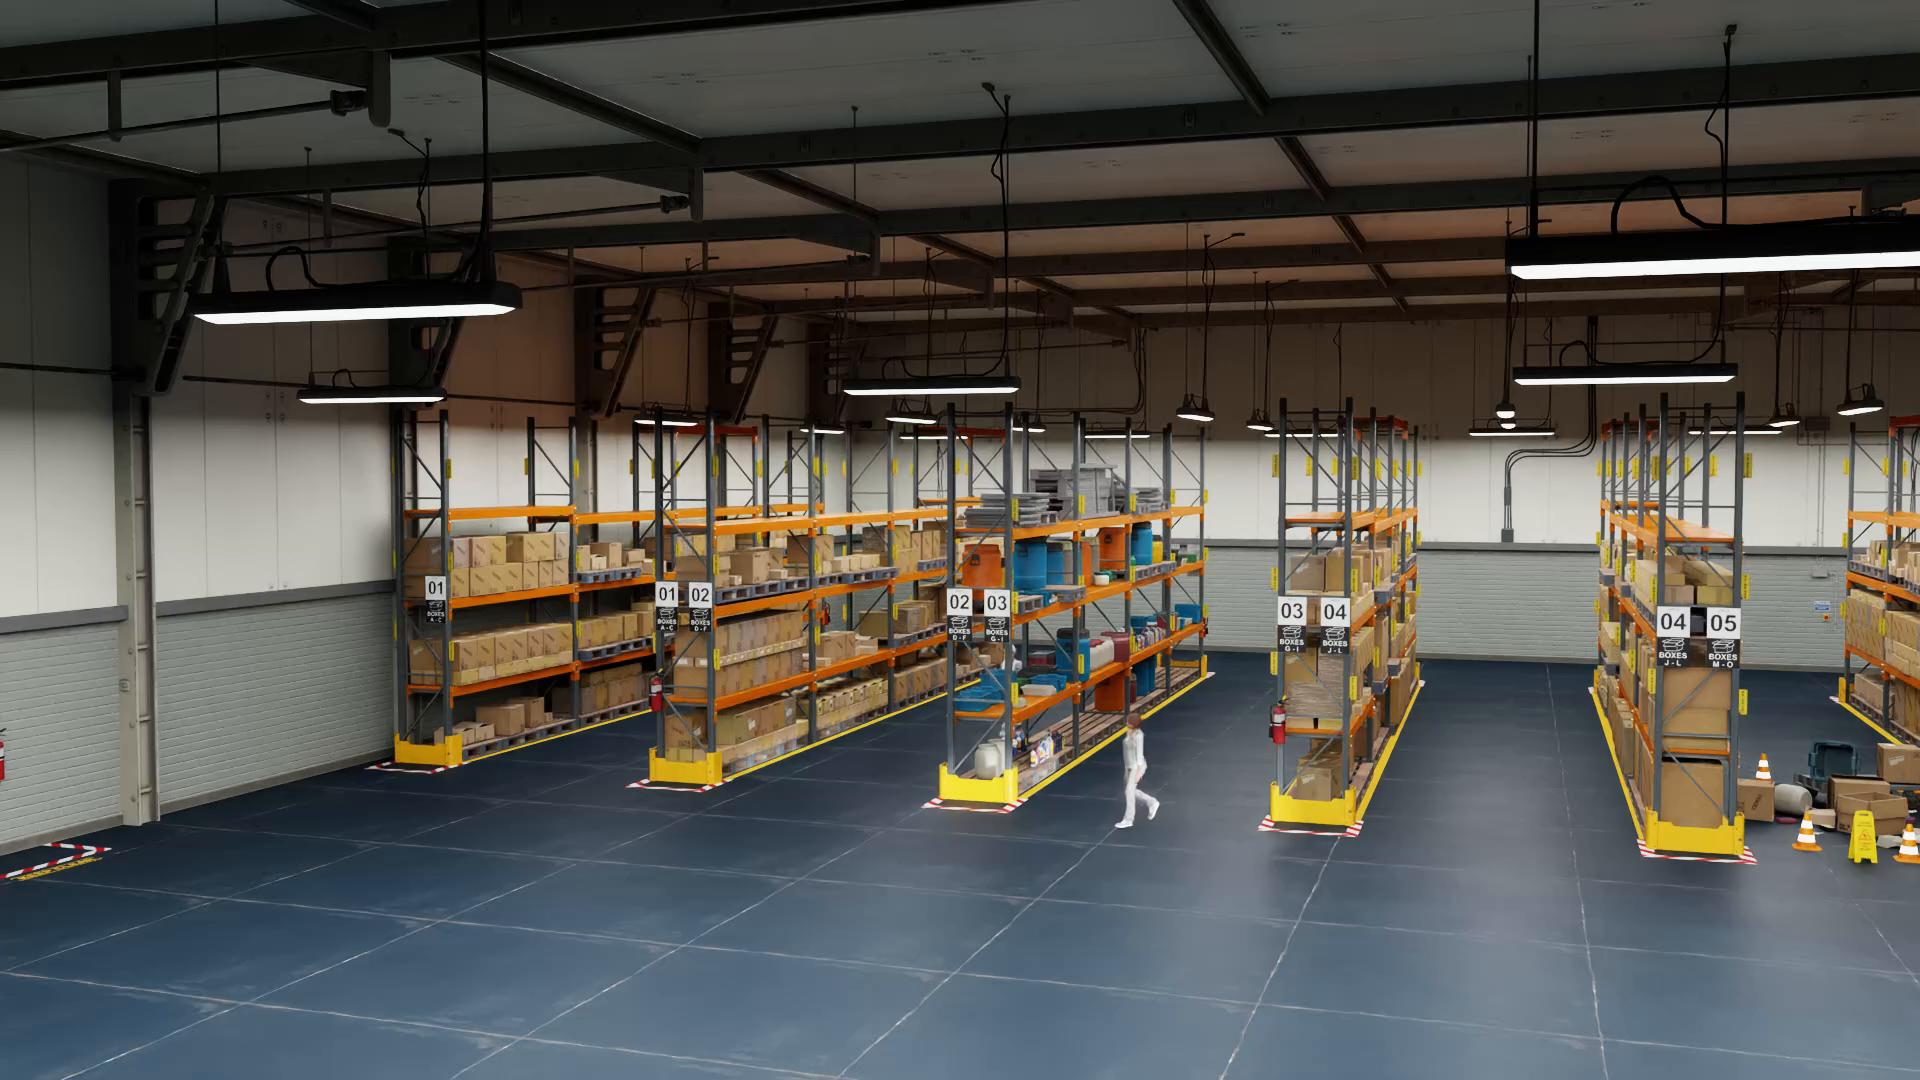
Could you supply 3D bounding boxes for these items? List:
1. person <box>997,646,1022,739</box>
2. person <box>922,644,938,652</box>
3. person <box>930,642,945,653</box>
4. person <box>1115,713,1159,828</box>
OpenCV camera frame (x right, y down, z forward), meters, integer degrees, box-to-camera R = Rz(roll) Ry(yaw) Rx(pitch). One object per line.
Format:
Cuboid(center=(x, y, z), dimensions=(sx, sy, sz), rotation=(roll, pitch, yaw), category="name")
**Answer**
Cuboid(center=(0.866, 2.793, 30.384), dimensions=(0.919, 1.746, 0.576), rotation=(-2, 3, -37), category="person")
Cuboid(center=(-0.759, 2.371, 42.498), dimensions=(0.662, 1.677, 0.426), rotation=(1, 3, 30), category="person")
Cuboid(center=(-0.594, 2.195, 45.009), dimensions=(0.537, 1.756, 1.003), rotation=(-2, 3, -44), category="person")
Cuboid(center=(2.465, 3.256, 23.268), dimensions=(0.695, 1.474, 0.464), rotation=(-1, 3, -15), category="person")
